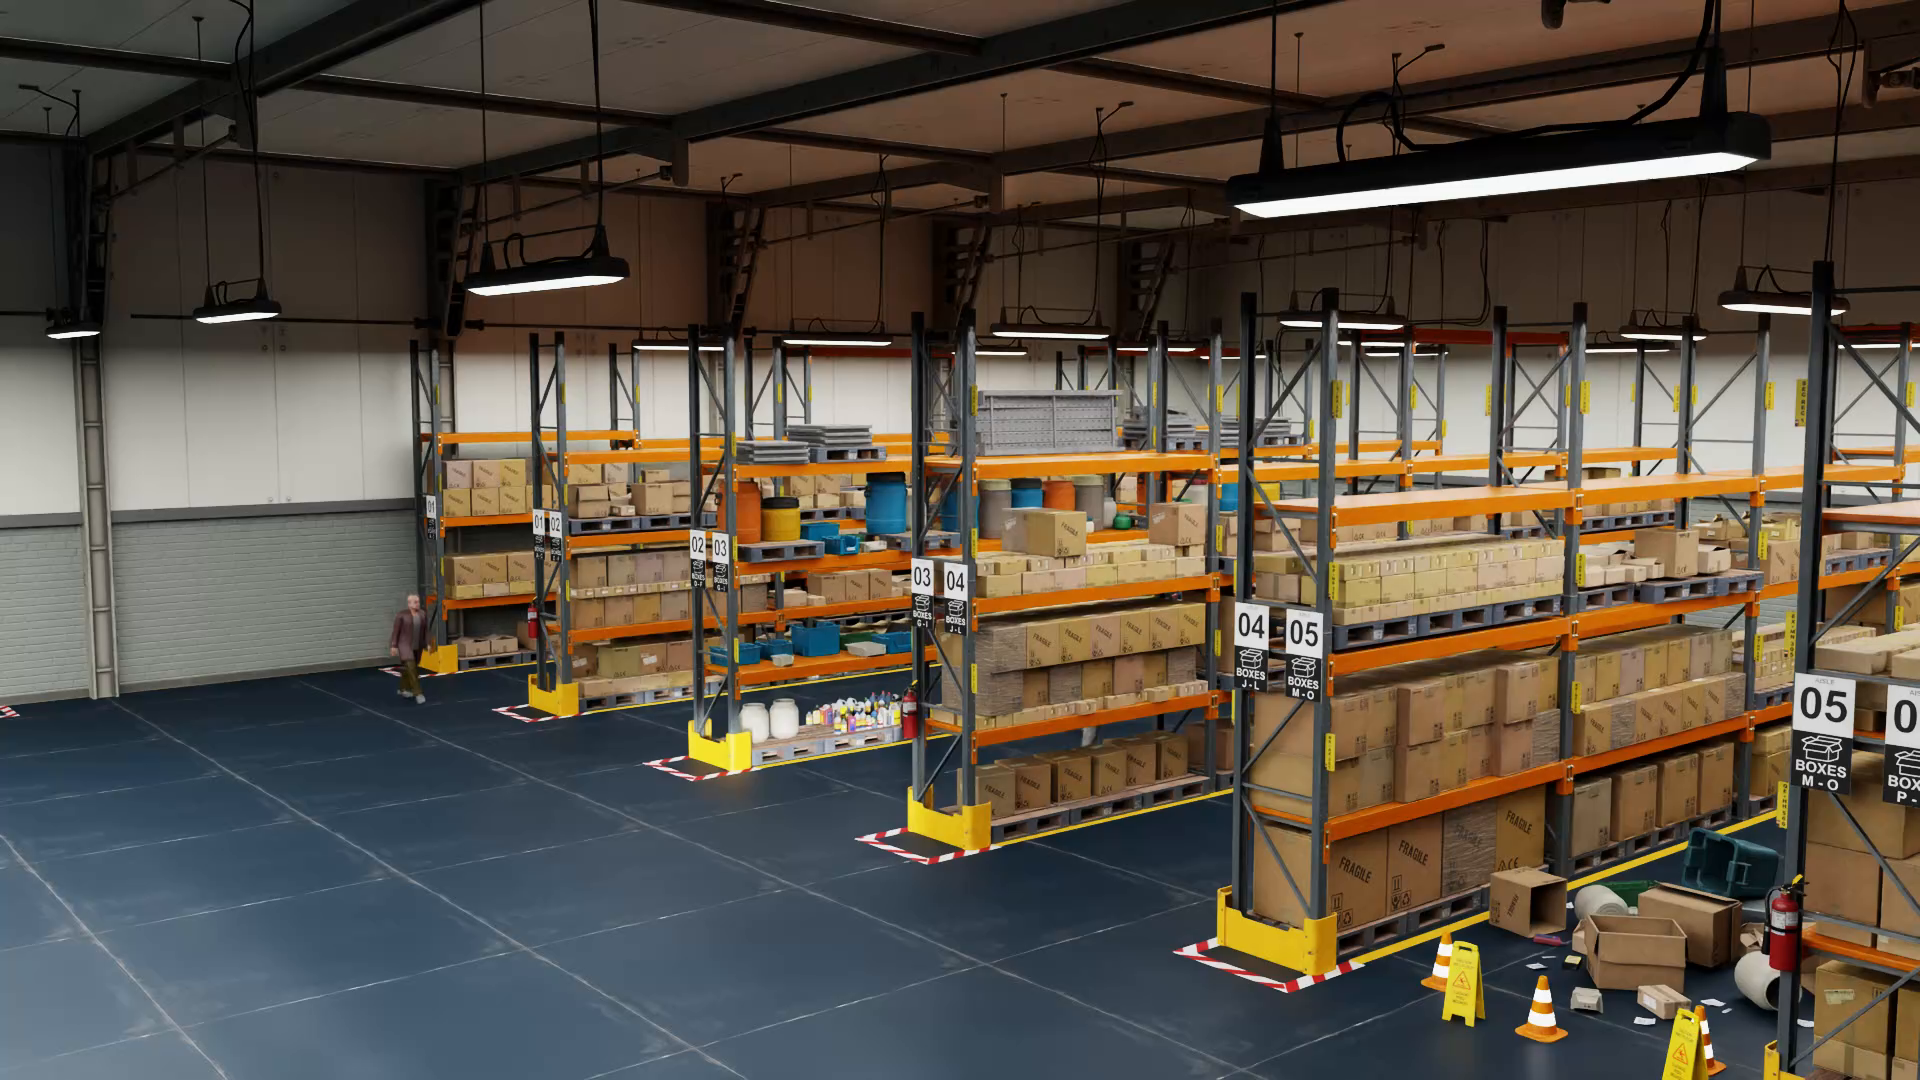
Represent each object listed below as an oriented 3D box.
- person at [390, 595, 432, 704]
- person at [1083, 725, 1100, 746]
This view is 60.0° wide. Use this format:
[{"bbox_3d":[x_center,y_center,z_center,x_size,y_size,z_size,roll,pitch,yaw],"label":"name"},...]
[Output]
[{"bbox_3d":[-8.957,1.854,27.266,1.033,1.526,0.627,4,7,39],"label":"person"},{"bbox_3d":[1.813,2.226,22.496,0.525,1.815,0.618,3,6,32],"label":"person"}]
